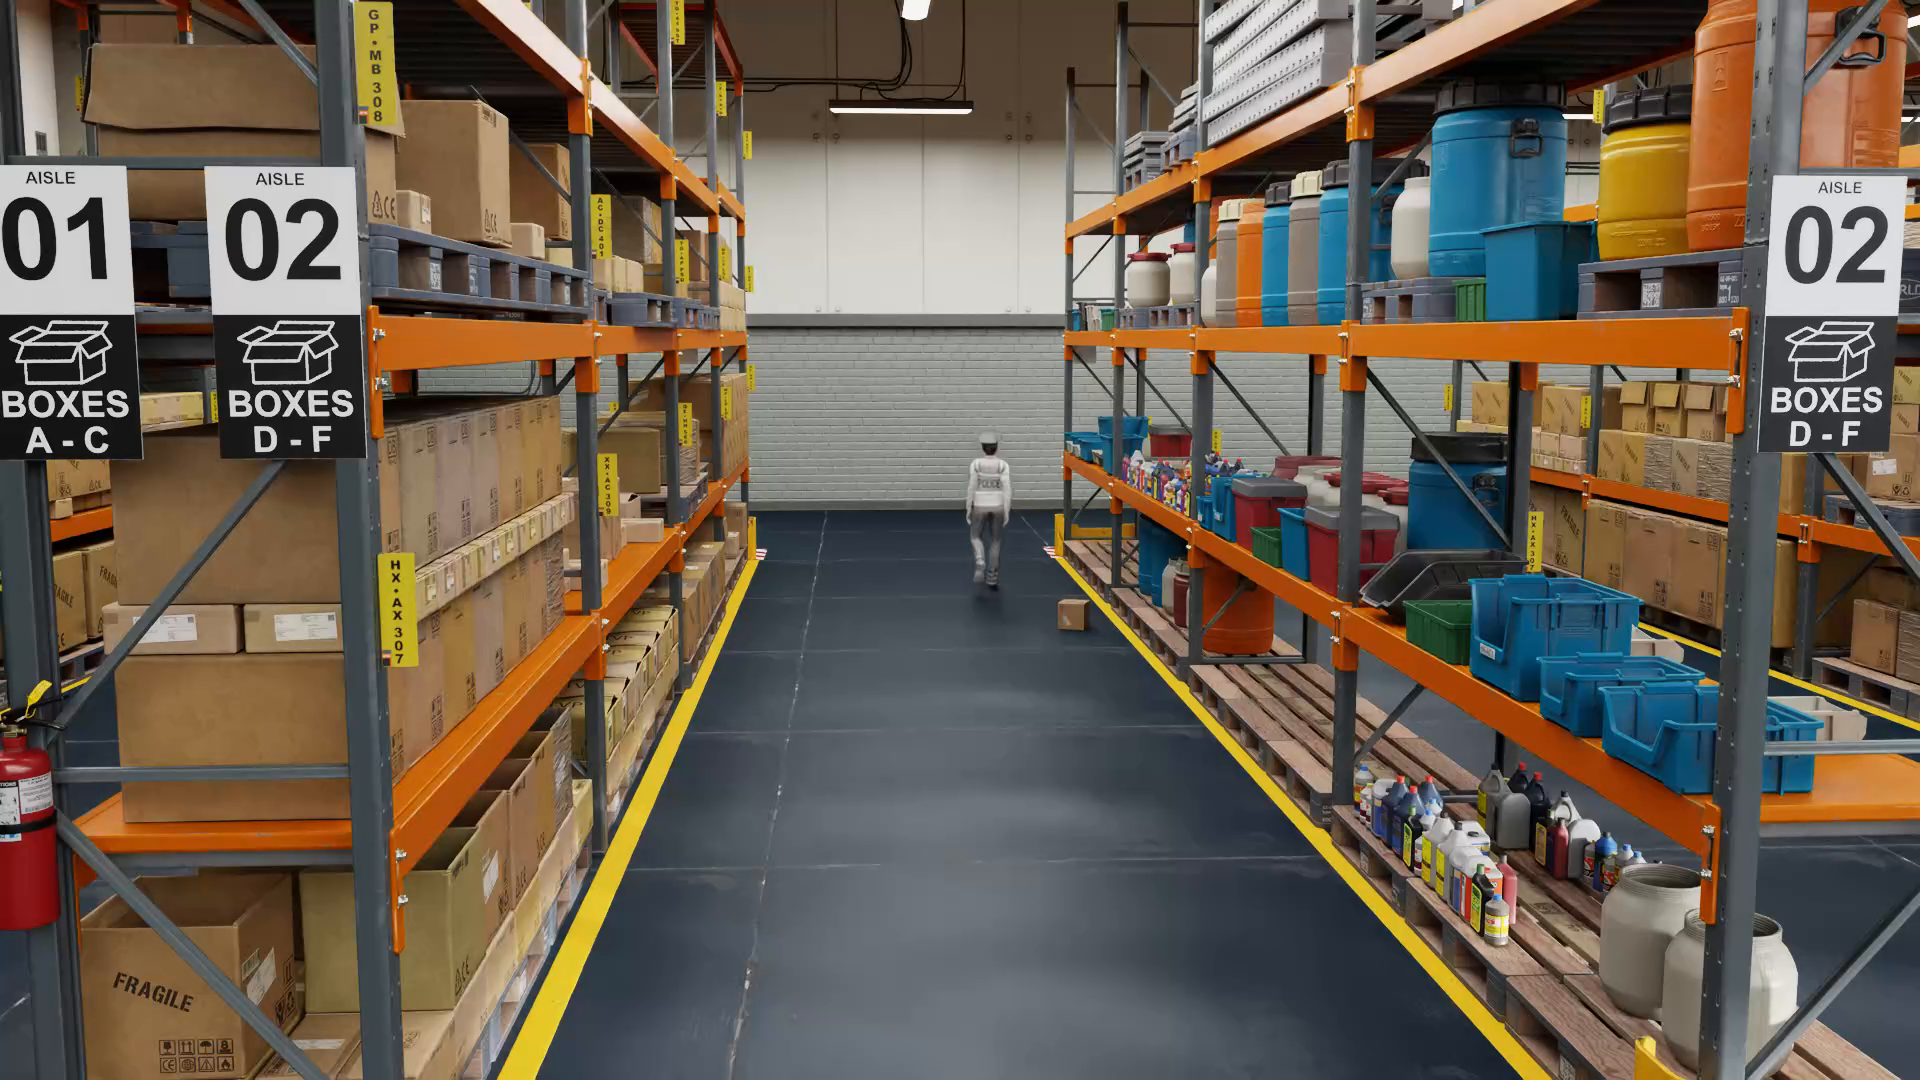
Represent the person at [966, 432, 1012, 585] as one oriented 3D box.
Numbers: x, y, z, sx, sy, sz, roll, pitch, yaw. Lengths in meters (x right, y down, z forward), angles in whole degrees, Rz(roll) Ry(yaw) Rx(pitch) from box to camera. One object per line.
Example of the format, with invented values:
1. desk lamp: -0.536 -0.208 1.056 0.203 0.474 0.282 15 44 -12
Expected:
1. person: 0.313 -0.334 18.146 0.500 1.683 0.478 0 7 -1
